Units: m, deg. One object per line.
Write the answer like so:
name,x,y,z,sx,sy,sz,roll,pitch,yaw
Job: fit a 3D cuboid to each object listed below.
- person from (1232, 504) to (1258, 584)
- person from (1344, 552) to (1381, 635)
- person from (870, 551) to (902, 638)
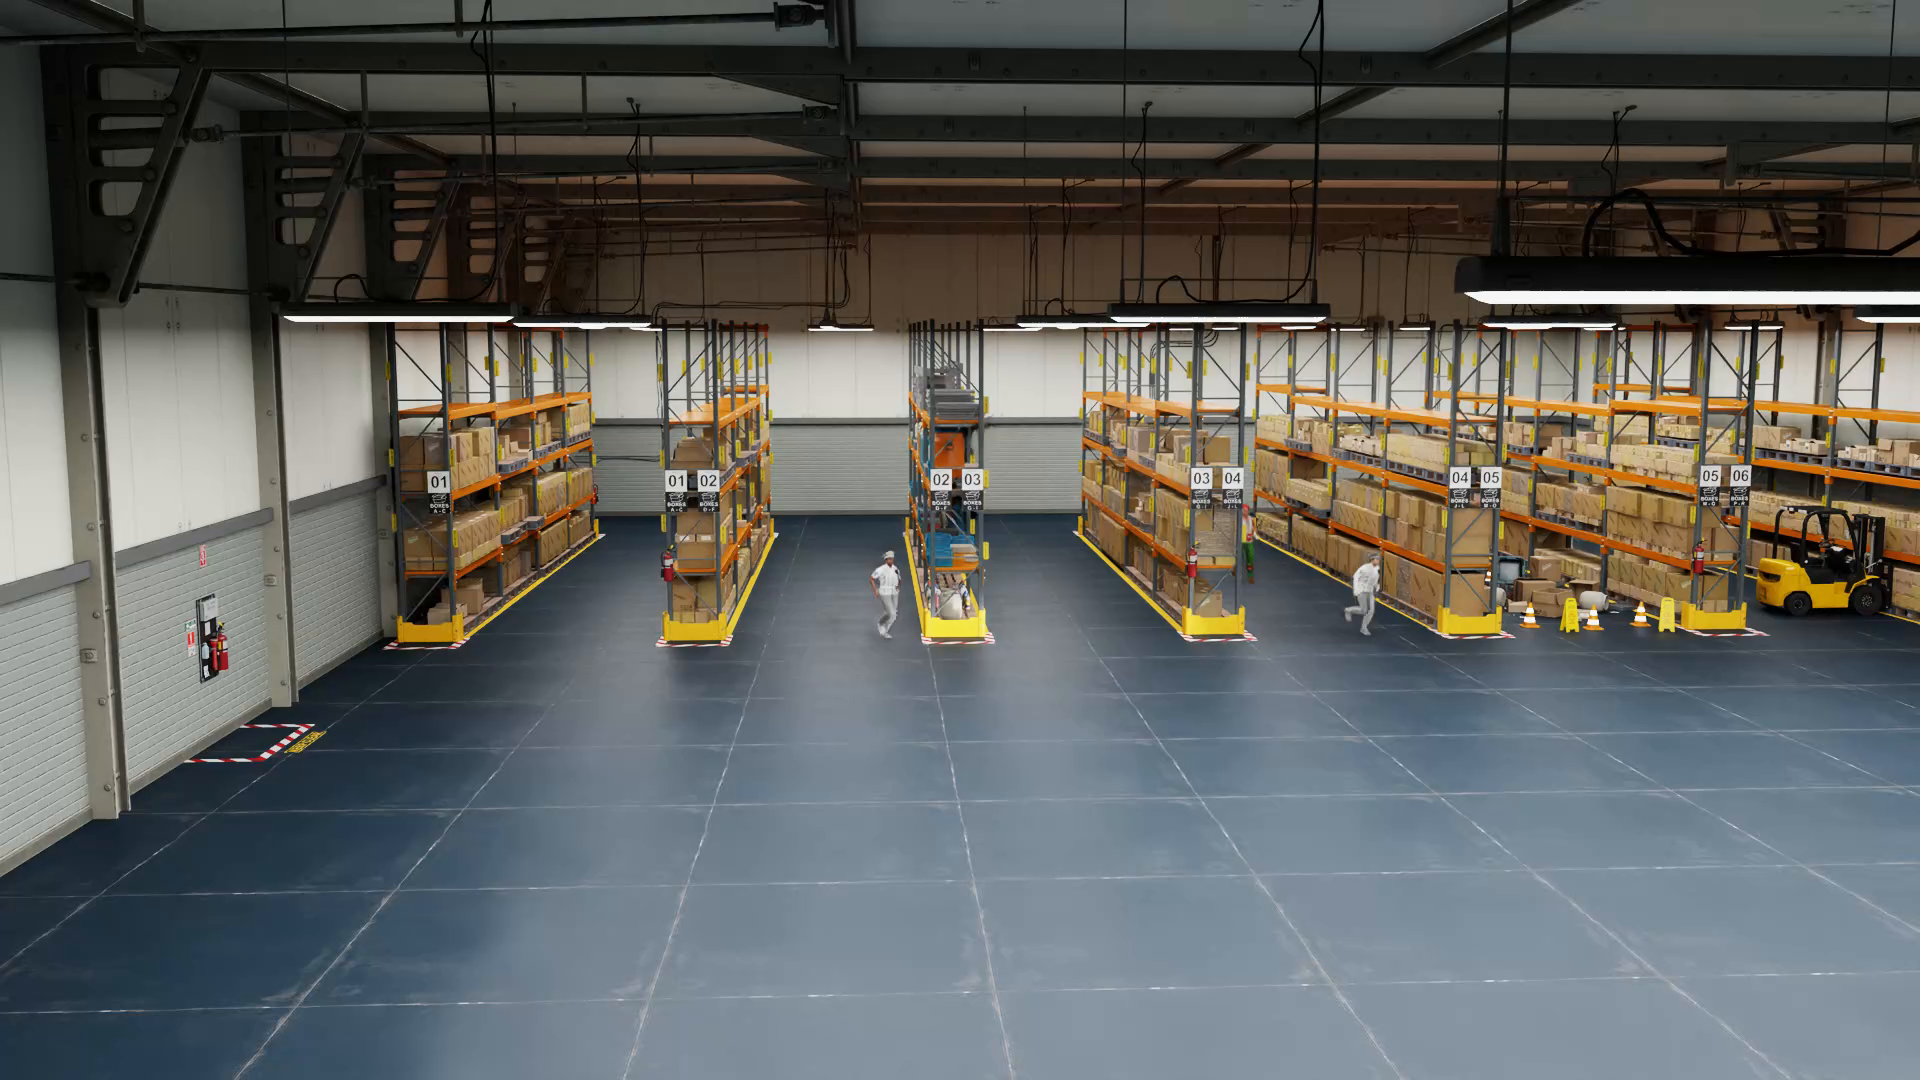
person,6.590,0.066,38.534,0.677,1.796,0.972,-2,7,-17
person,7.755,1.005,31.993,0.614,1.626,0.787,-6,9,-40
person,-1.333,1.032,31.372,0.574,1.648,0.541,-6,9,-38
